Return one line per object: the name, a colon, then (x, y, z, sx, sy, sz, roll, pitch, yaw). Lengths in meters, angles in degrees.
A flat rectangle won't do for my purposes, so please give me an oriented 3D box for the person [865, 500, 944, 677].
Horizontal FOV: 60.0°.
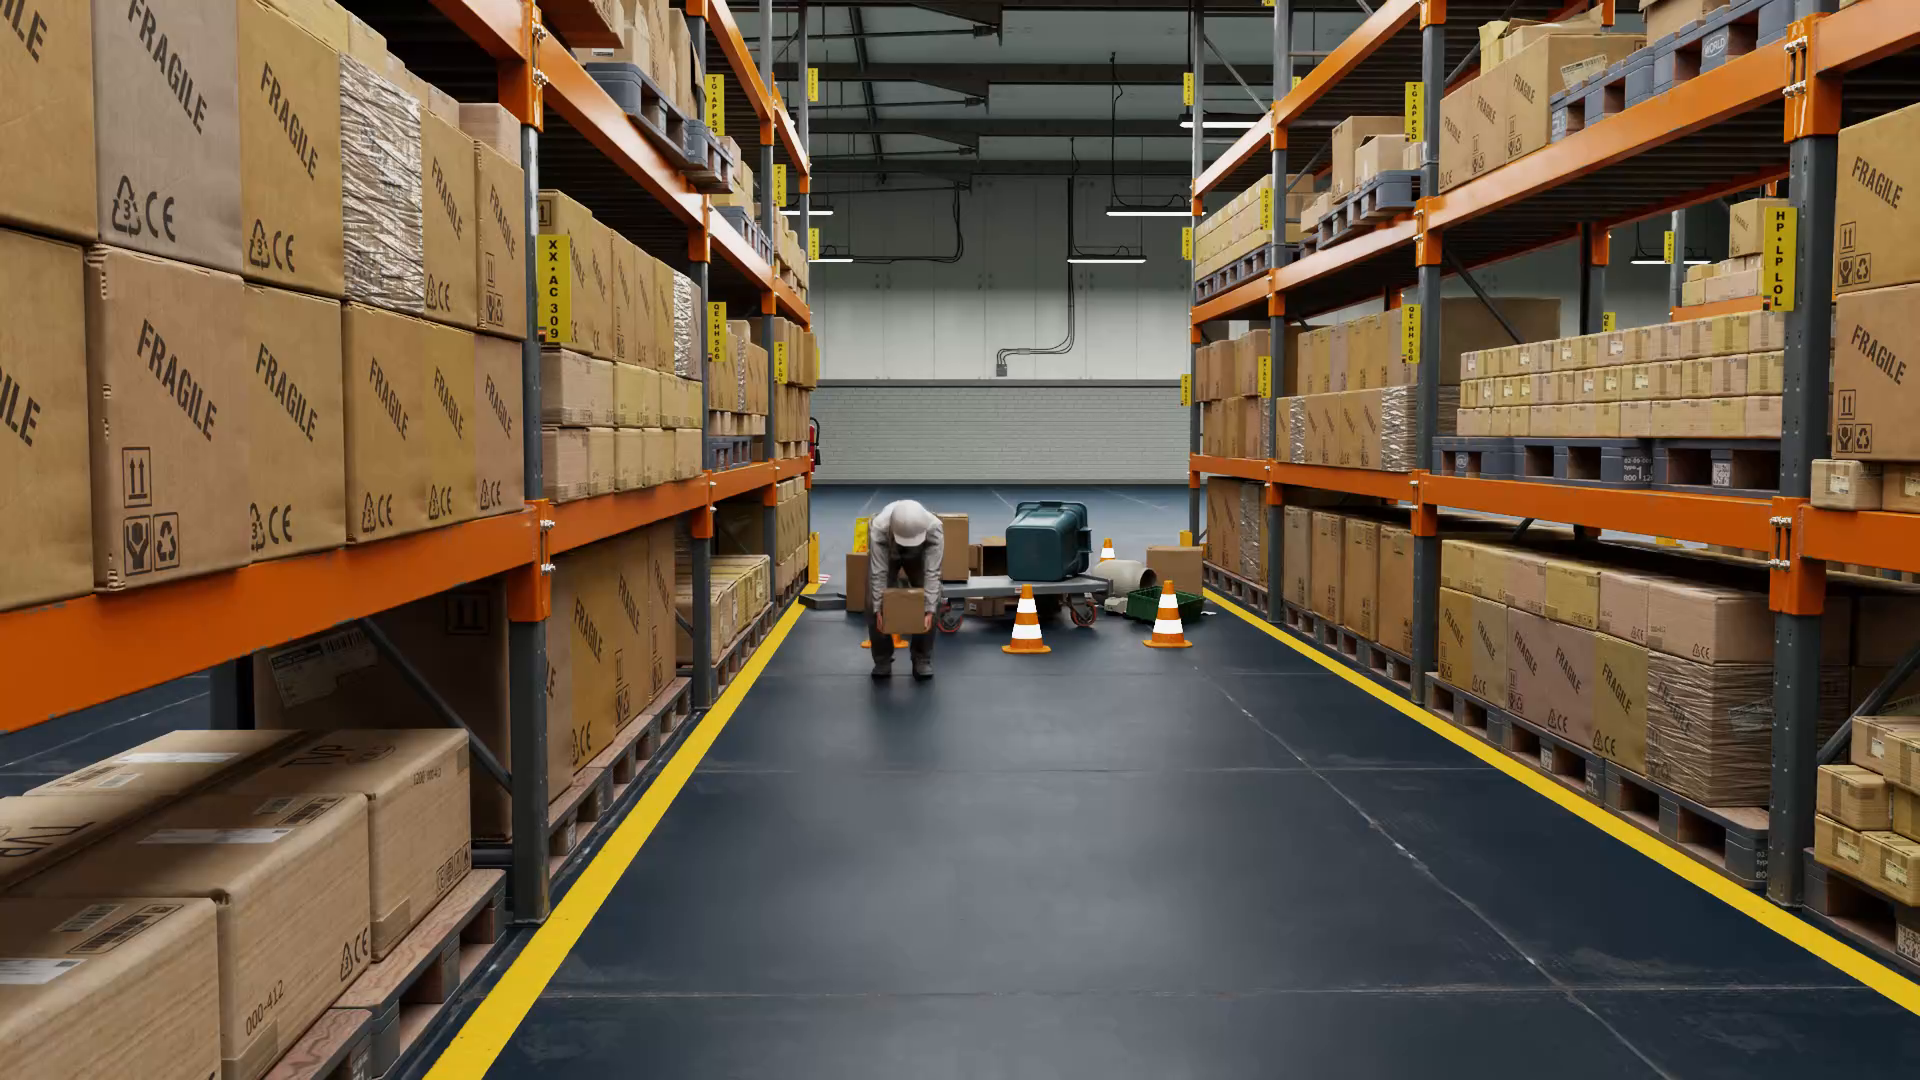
person: (-0.348, 0.301, 10.327, 0.486, 1.133, 0.991, 0, 4, -4)
